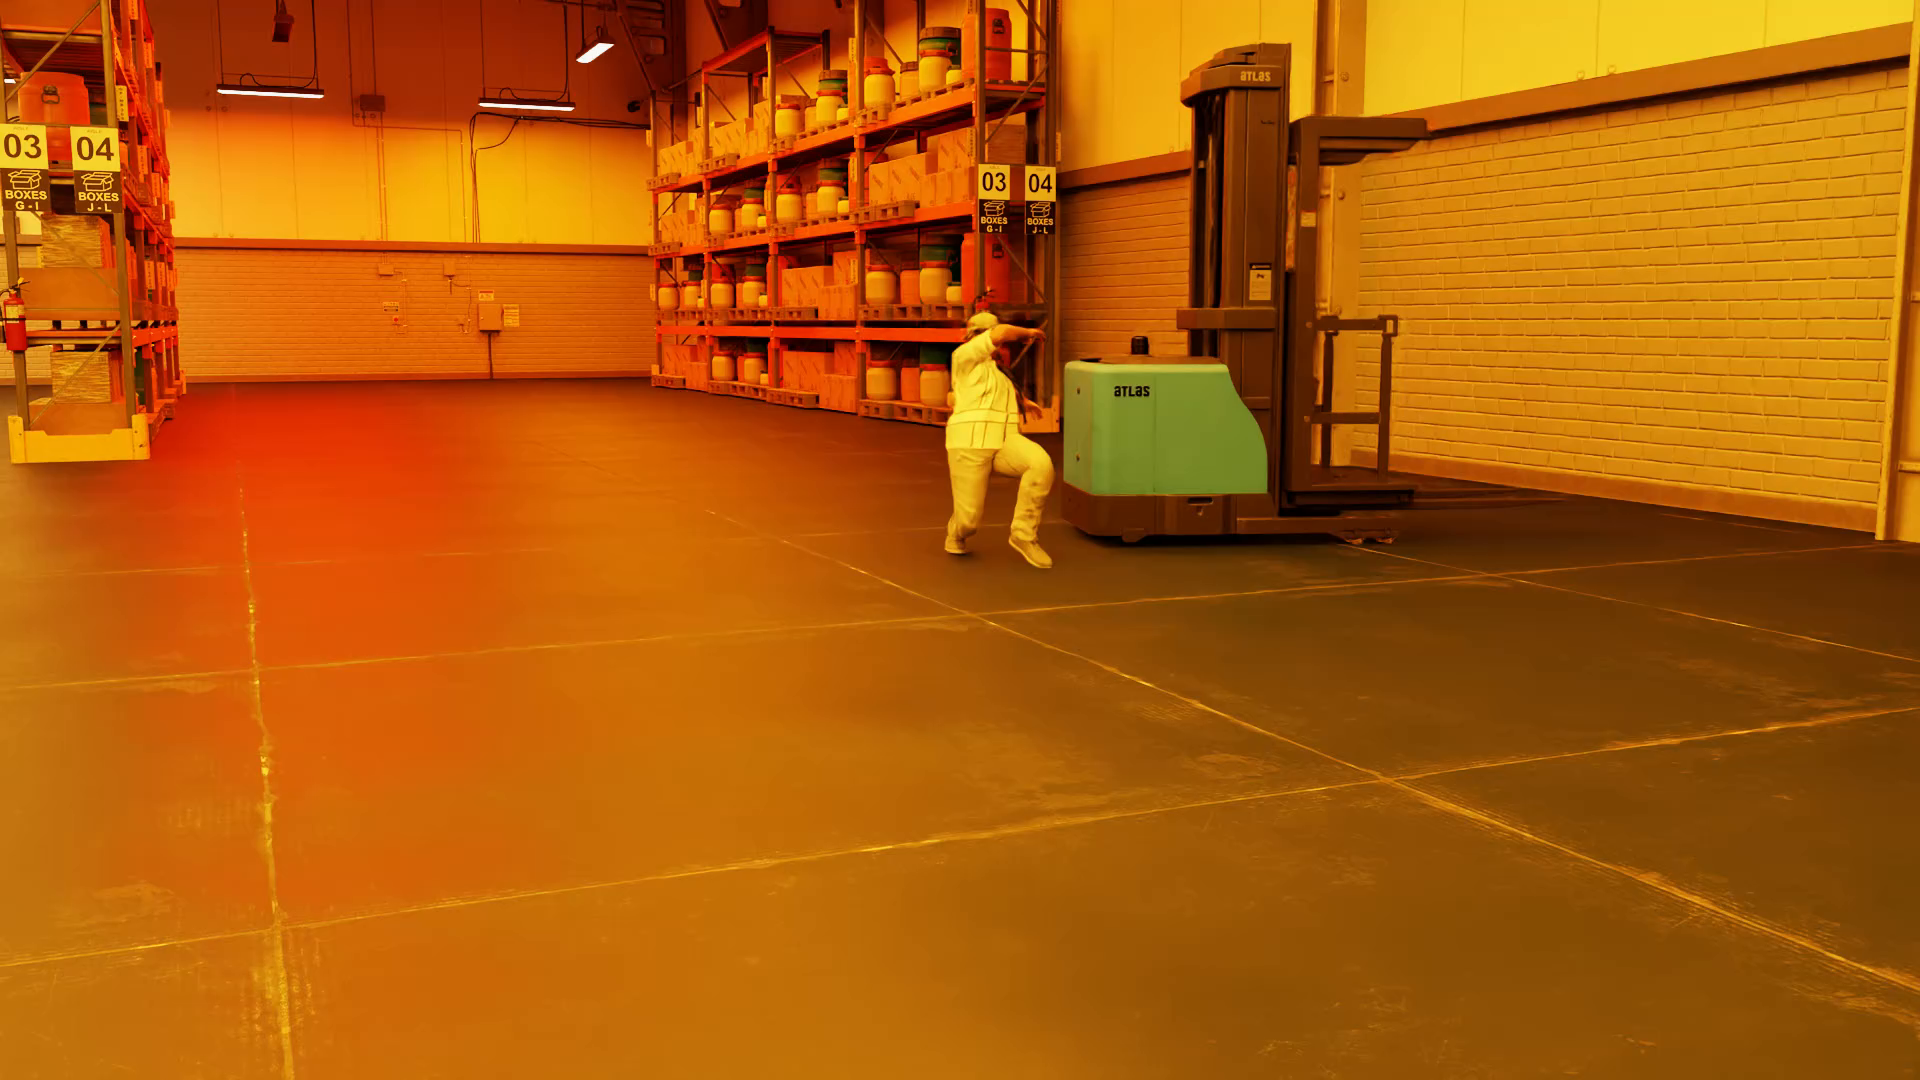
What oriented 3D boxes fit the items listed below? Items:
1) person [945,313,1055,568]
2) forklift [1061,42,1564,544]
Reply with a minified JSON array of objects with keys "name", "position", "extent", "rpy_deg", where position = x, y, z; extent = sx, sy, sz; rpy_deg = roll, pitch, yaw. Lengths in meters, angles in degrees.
[{"name":"person","position":[0.342,-0.585,9.397],"extent":[0.922,1.386,0.929],"rpy_deg":[-6,10,-39]},{"name":"forklift","position":[2.209,-1.497,10.293],"extent":[3.031,2.935,1.130],"rpy_deg":[-1,8,-7]}]
